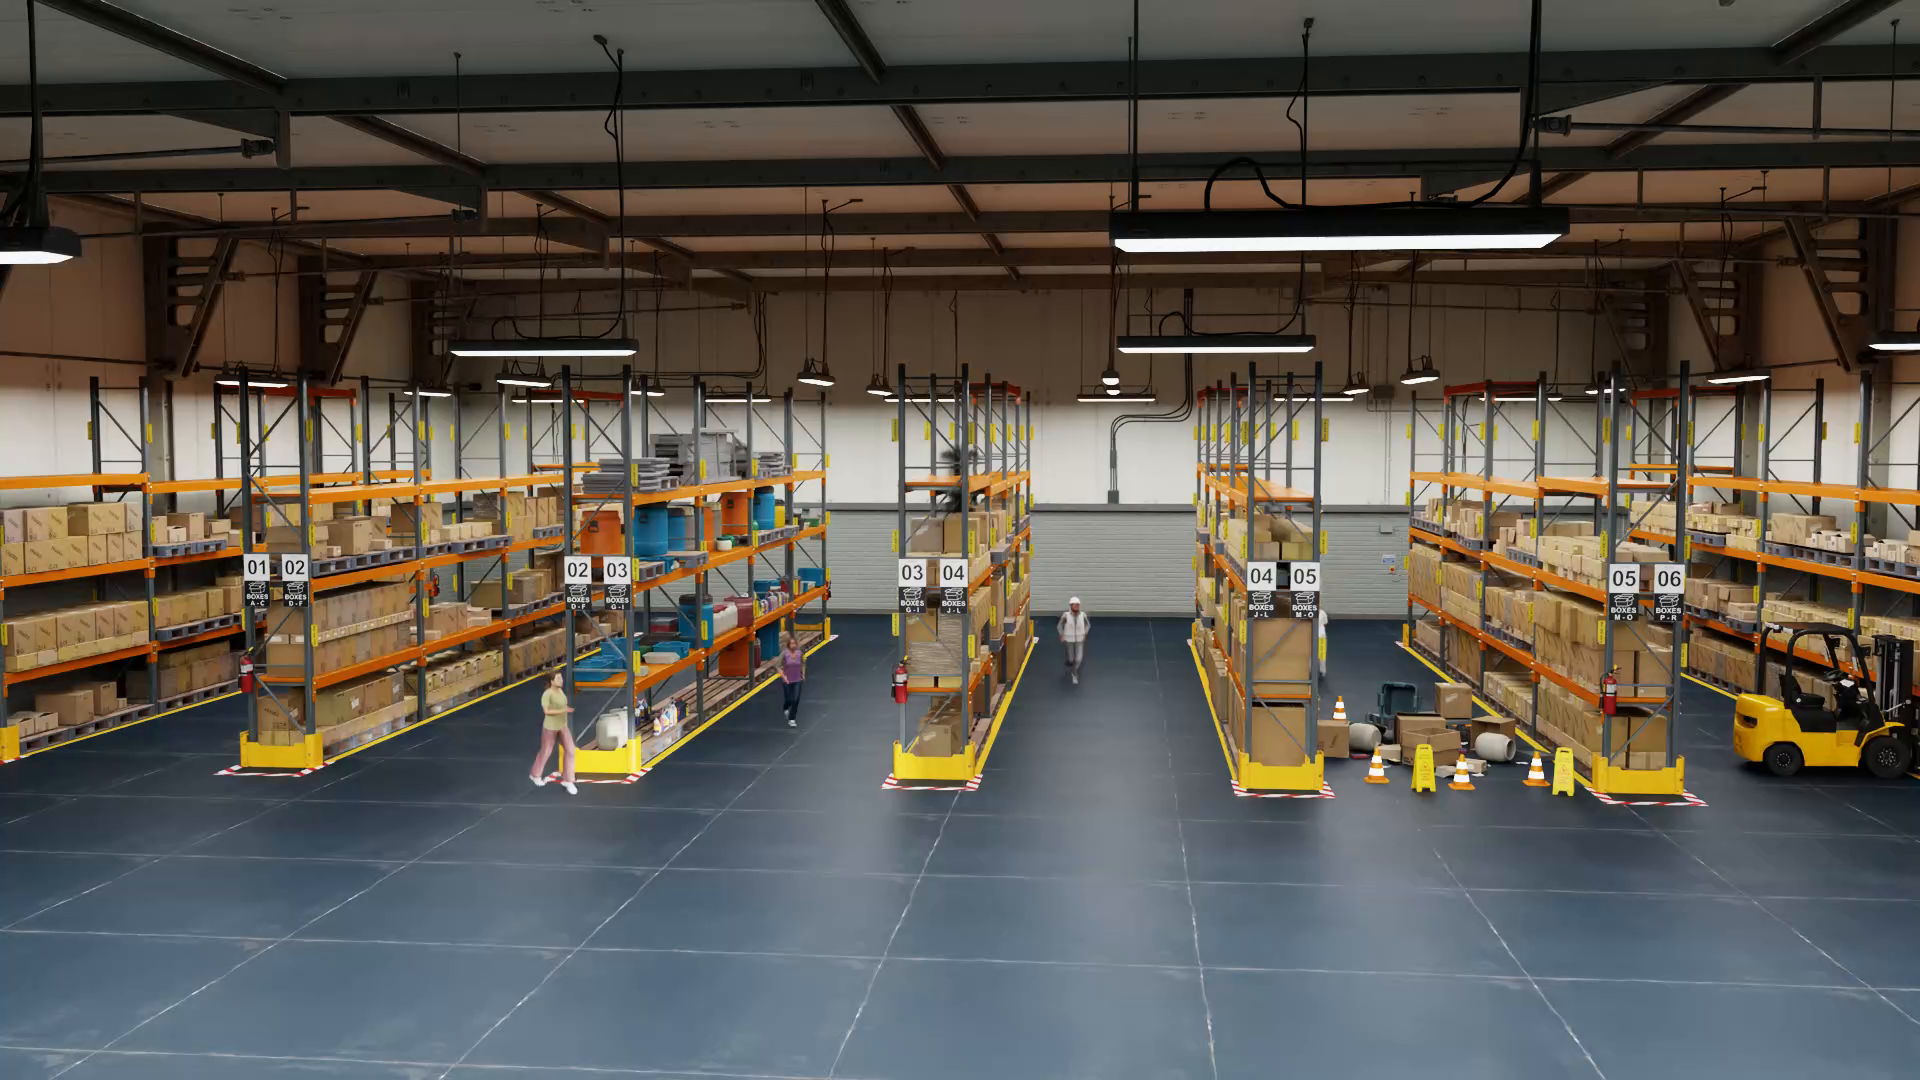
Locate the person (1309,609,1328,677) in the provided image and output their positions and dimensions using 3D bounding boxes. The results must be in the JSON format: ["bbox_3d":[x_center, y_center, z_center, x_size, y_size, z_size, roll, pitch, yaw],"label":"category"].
[{"bbox_3d":[7.270,2.021,34.064,0.599,1.635,0.940,0,4,-2],"label":"person"}]

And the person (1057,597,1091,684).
[{"bbox_3d":[2.296,2.008,33.471,0.671,1.730,0.622,0,4,-7],"label":"person"}]

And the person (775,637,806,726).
[{"bbox_3d":[-2.907,2.415,28.520,0.539,1.534,0.577,-1,4,-17],"label":"person"}]

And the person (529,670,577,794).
[{"bbox_3d":[-5.702,2.666,23.238,0.839,1.718,0.523,2,4,33],"label":"person"}]
